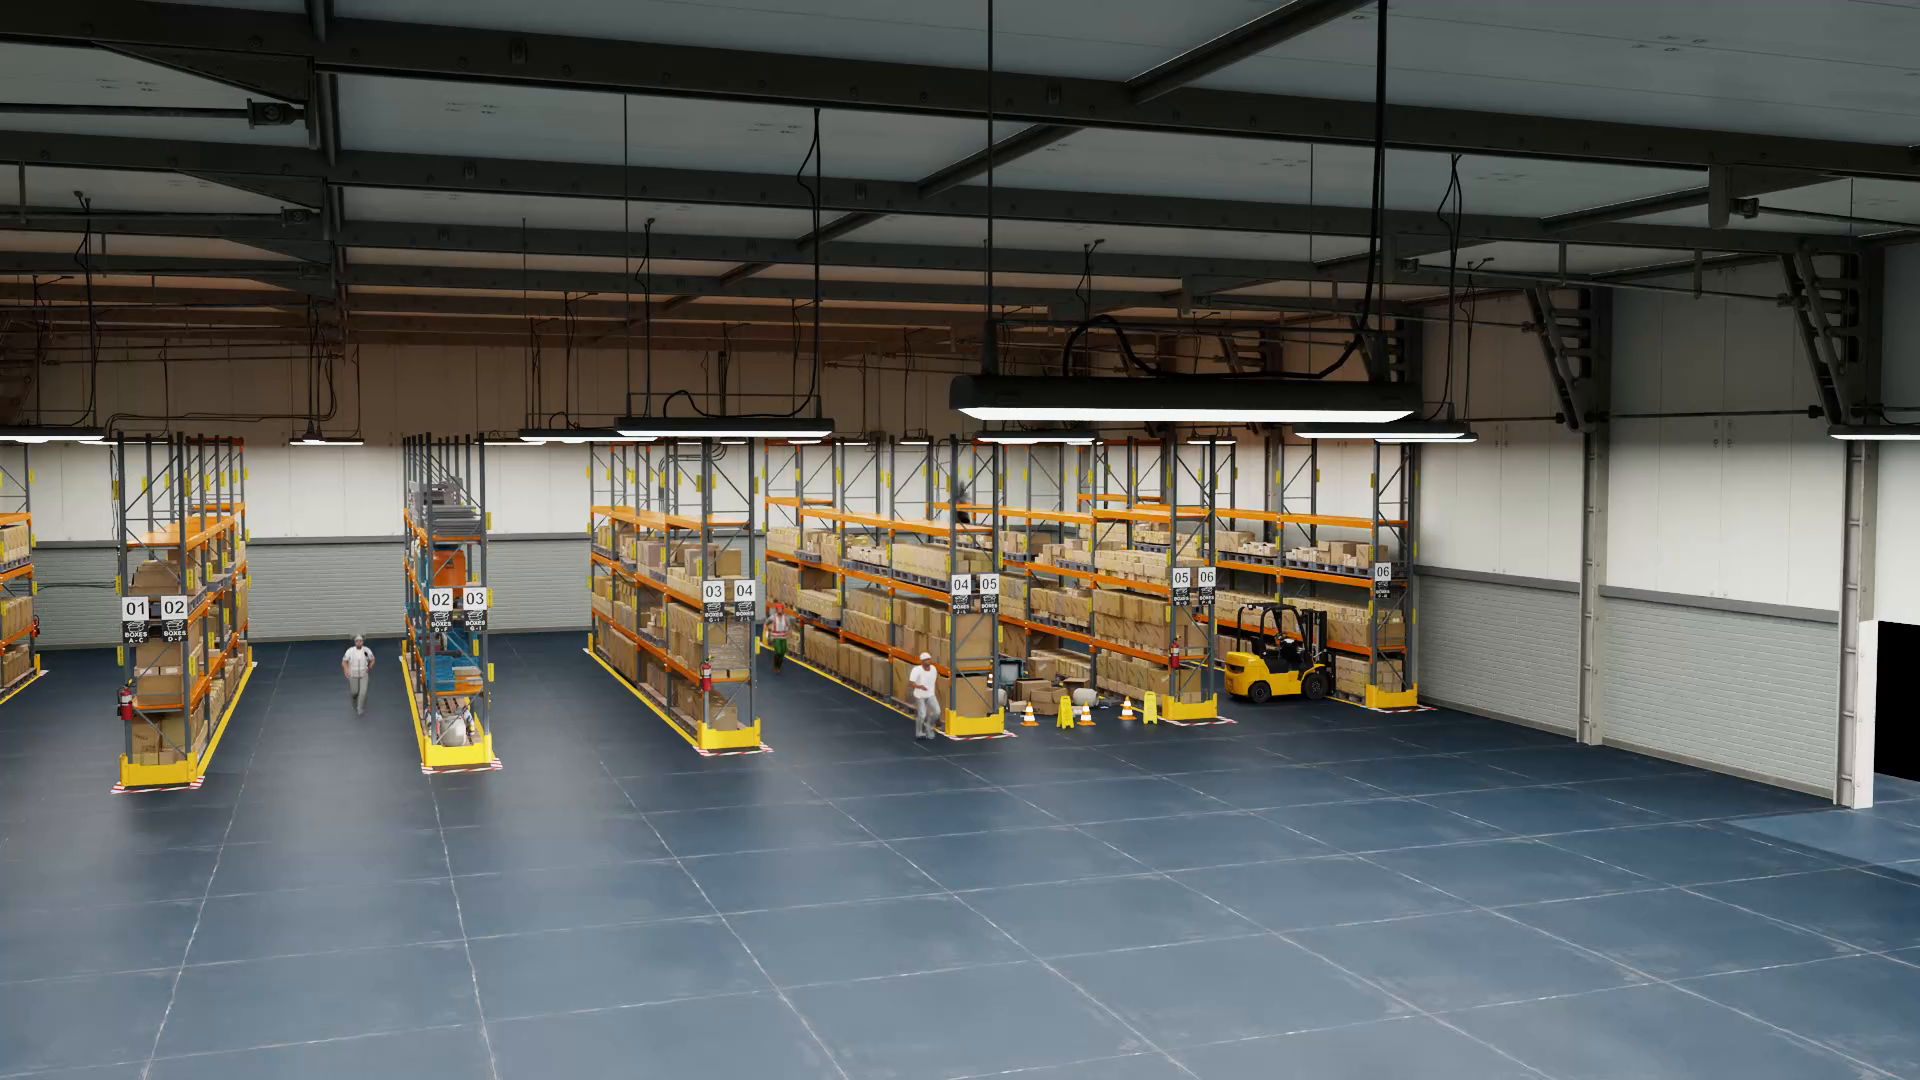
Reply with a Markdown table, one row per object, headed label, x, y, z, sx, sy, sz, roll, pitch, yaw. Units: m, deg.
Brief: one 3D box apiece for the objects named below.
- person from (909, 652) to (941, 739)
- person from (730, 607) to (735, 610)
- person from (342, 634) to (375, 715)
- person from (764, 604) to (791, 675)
| label | x | y | z | sx | sy | sz | roll | pitch | yaw |
| --- | --- | --- | --- | --- | --- | --- | --- | --- | --- |
| person | -0.666 | 3.045 | 32.518 | 0.726 | 1.718 | 0.729 | -2 | 4 | -30 |
| person | -6.023 | 2.462 | 44.015 | 0.528 | 1.601 | 0.867 | -2 | 4 | -28 |
| person | -12.888 | 2.879 | 35.662 | 0.651 | 1.730 | 0.601 | -1 | 3 | -22 |
| person | -4.550 | 2.504 | 41.938 | 0.640 | 1.785 | 0.700 | -2 | 4 | -28 |
